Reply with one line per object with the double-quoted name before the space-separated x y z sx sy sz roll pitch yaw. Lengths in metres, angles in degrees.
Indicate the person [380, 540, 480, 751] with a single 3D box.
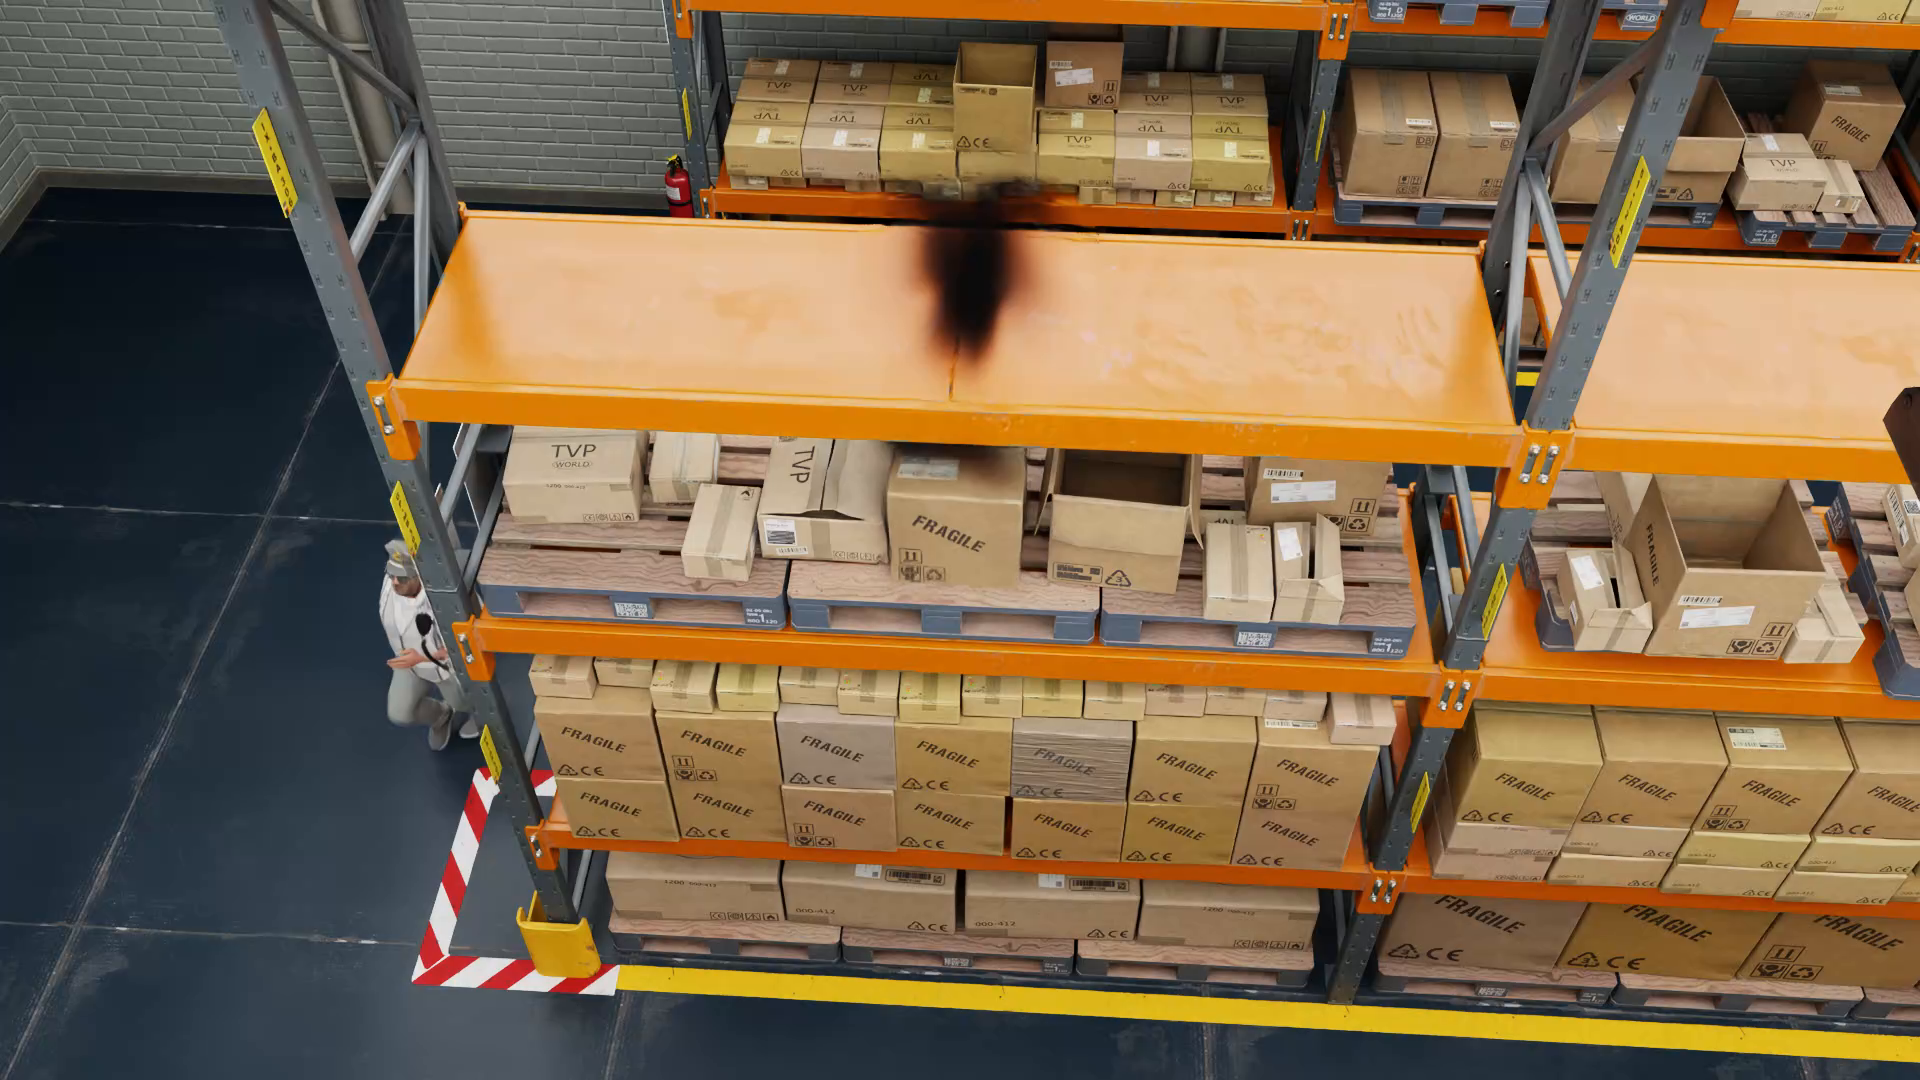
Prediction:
"person" -2.827 0.617 9.008 0.660 1.786 0.640 18 50 15
